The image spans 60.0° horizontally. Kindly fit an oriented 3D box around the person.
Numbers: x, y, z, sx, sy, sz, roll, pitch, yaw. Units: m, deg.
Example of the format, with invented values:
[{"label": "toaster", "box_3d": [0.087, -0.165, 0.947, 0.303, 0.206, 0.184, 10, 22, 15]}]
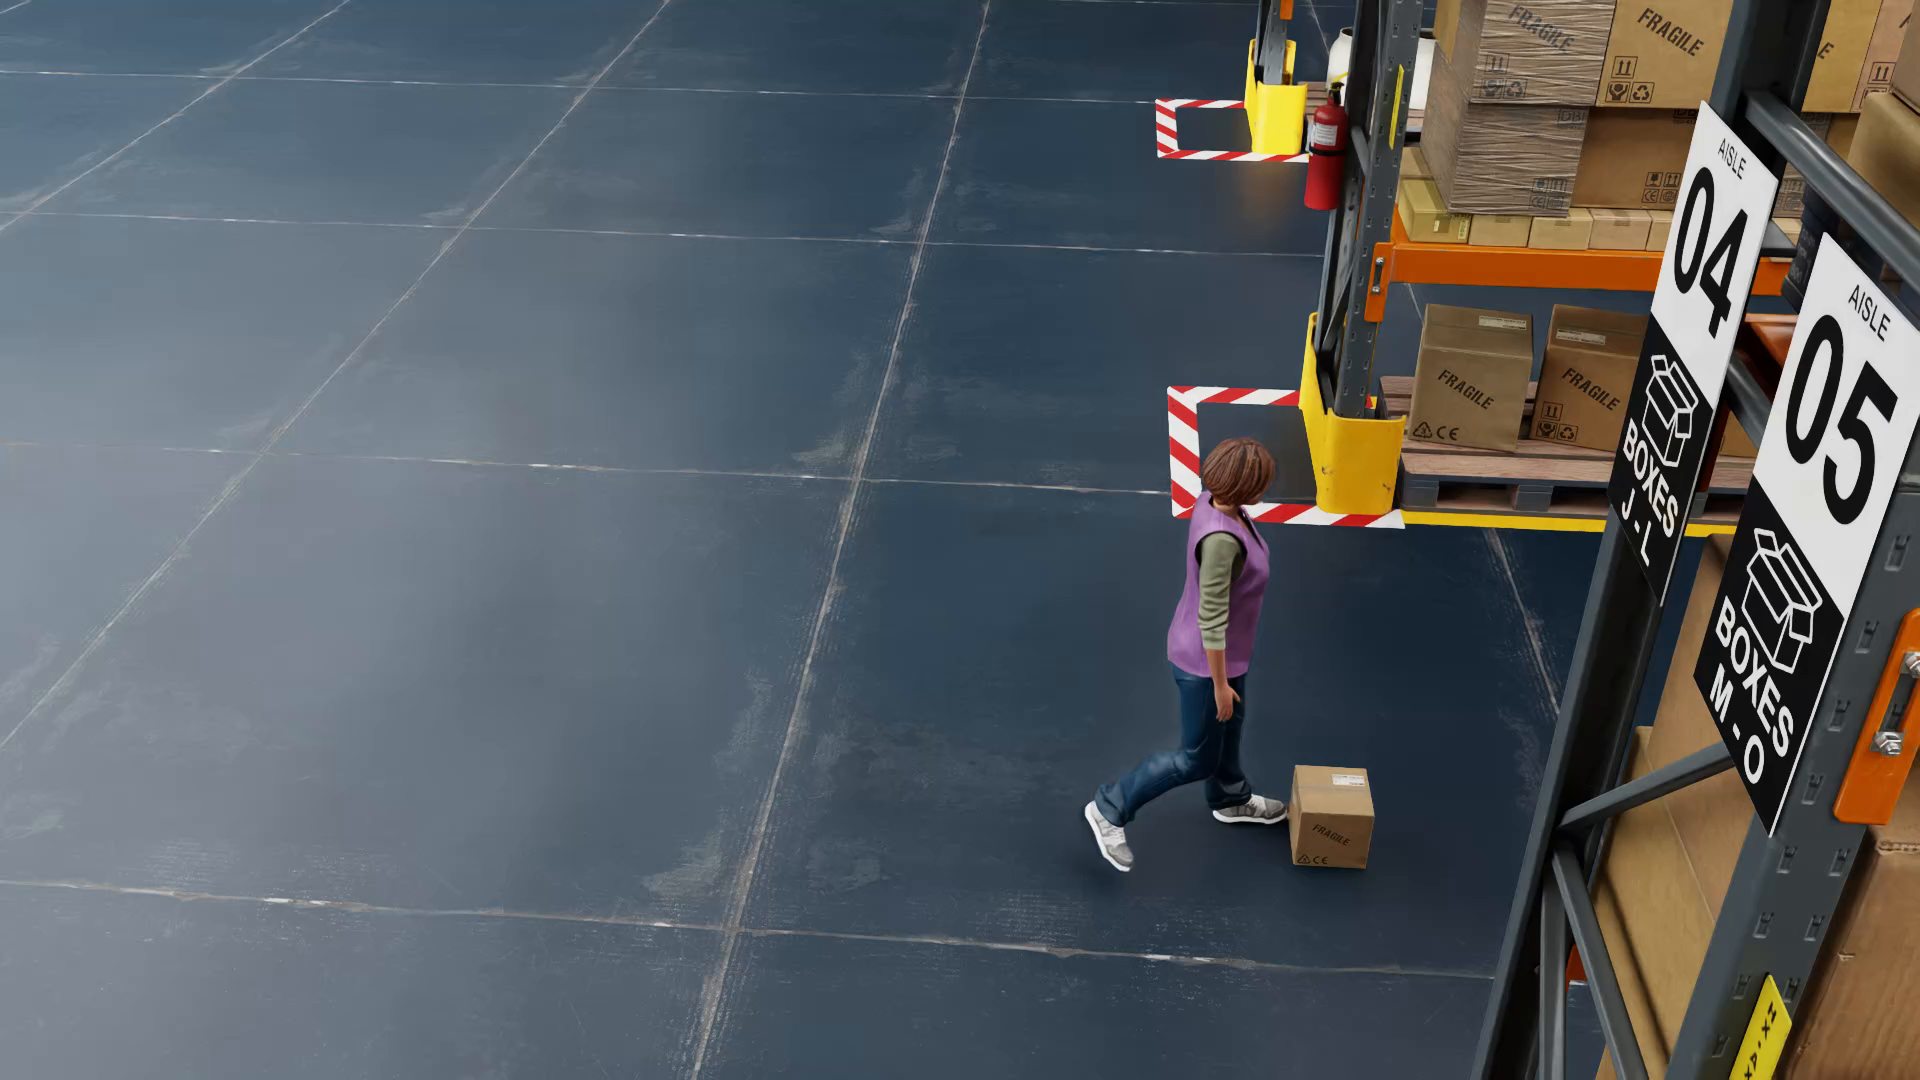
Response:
[{"label": "person", "box_3d": [0.806, 0.397, 5.507, 0.707, 1.589, 0.545, 6, 33, 9]}]
